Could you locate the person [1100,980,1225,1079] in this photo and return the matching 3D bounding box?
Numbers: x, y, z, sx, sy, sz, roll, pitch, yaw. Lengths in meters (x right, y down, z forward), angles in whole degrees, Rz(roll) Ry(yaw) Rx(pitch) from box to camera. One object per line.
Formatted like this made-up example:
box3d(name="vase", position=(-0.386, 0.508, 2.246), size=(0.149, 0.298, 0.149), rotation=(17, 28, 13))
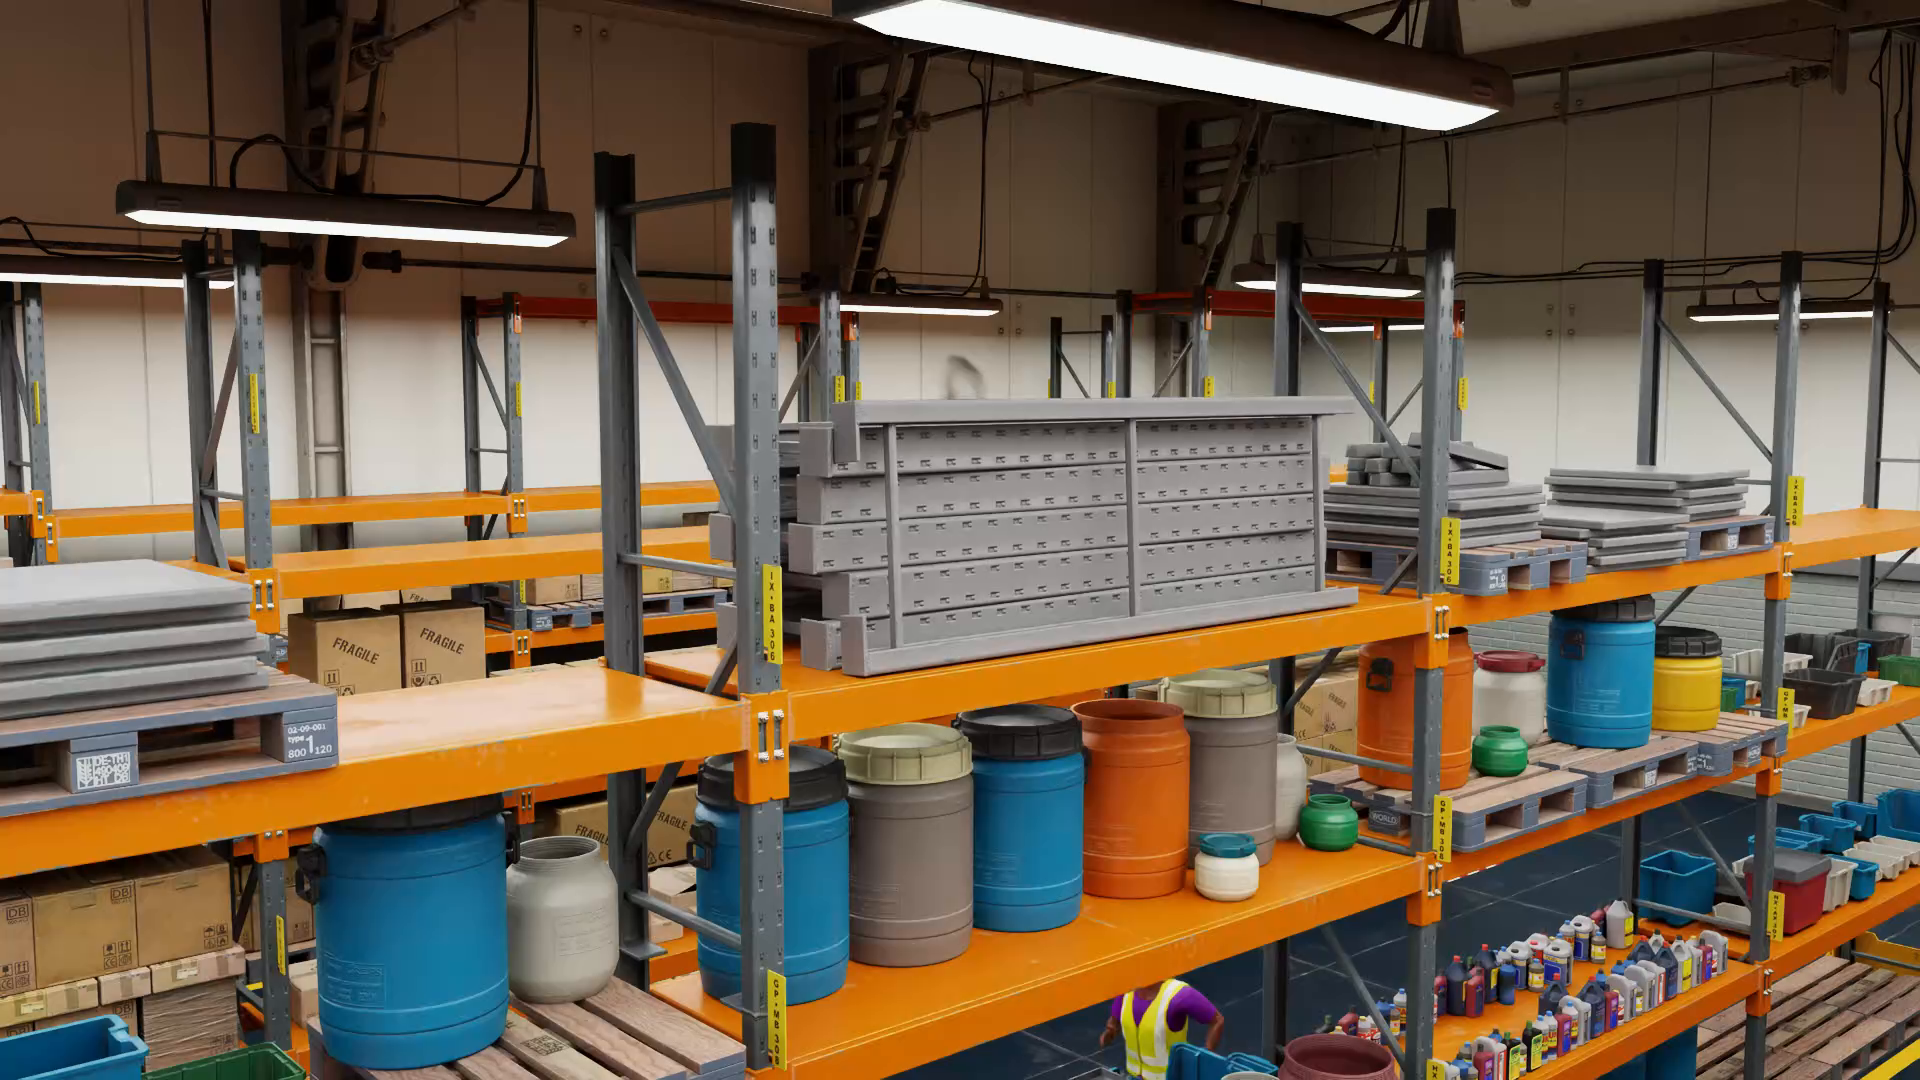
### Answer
box3d(name="person", position=(1.249, 3.314, 10.273), size=(0.957, 1.800, 0.711), rotation=(-4, 7, -40))
